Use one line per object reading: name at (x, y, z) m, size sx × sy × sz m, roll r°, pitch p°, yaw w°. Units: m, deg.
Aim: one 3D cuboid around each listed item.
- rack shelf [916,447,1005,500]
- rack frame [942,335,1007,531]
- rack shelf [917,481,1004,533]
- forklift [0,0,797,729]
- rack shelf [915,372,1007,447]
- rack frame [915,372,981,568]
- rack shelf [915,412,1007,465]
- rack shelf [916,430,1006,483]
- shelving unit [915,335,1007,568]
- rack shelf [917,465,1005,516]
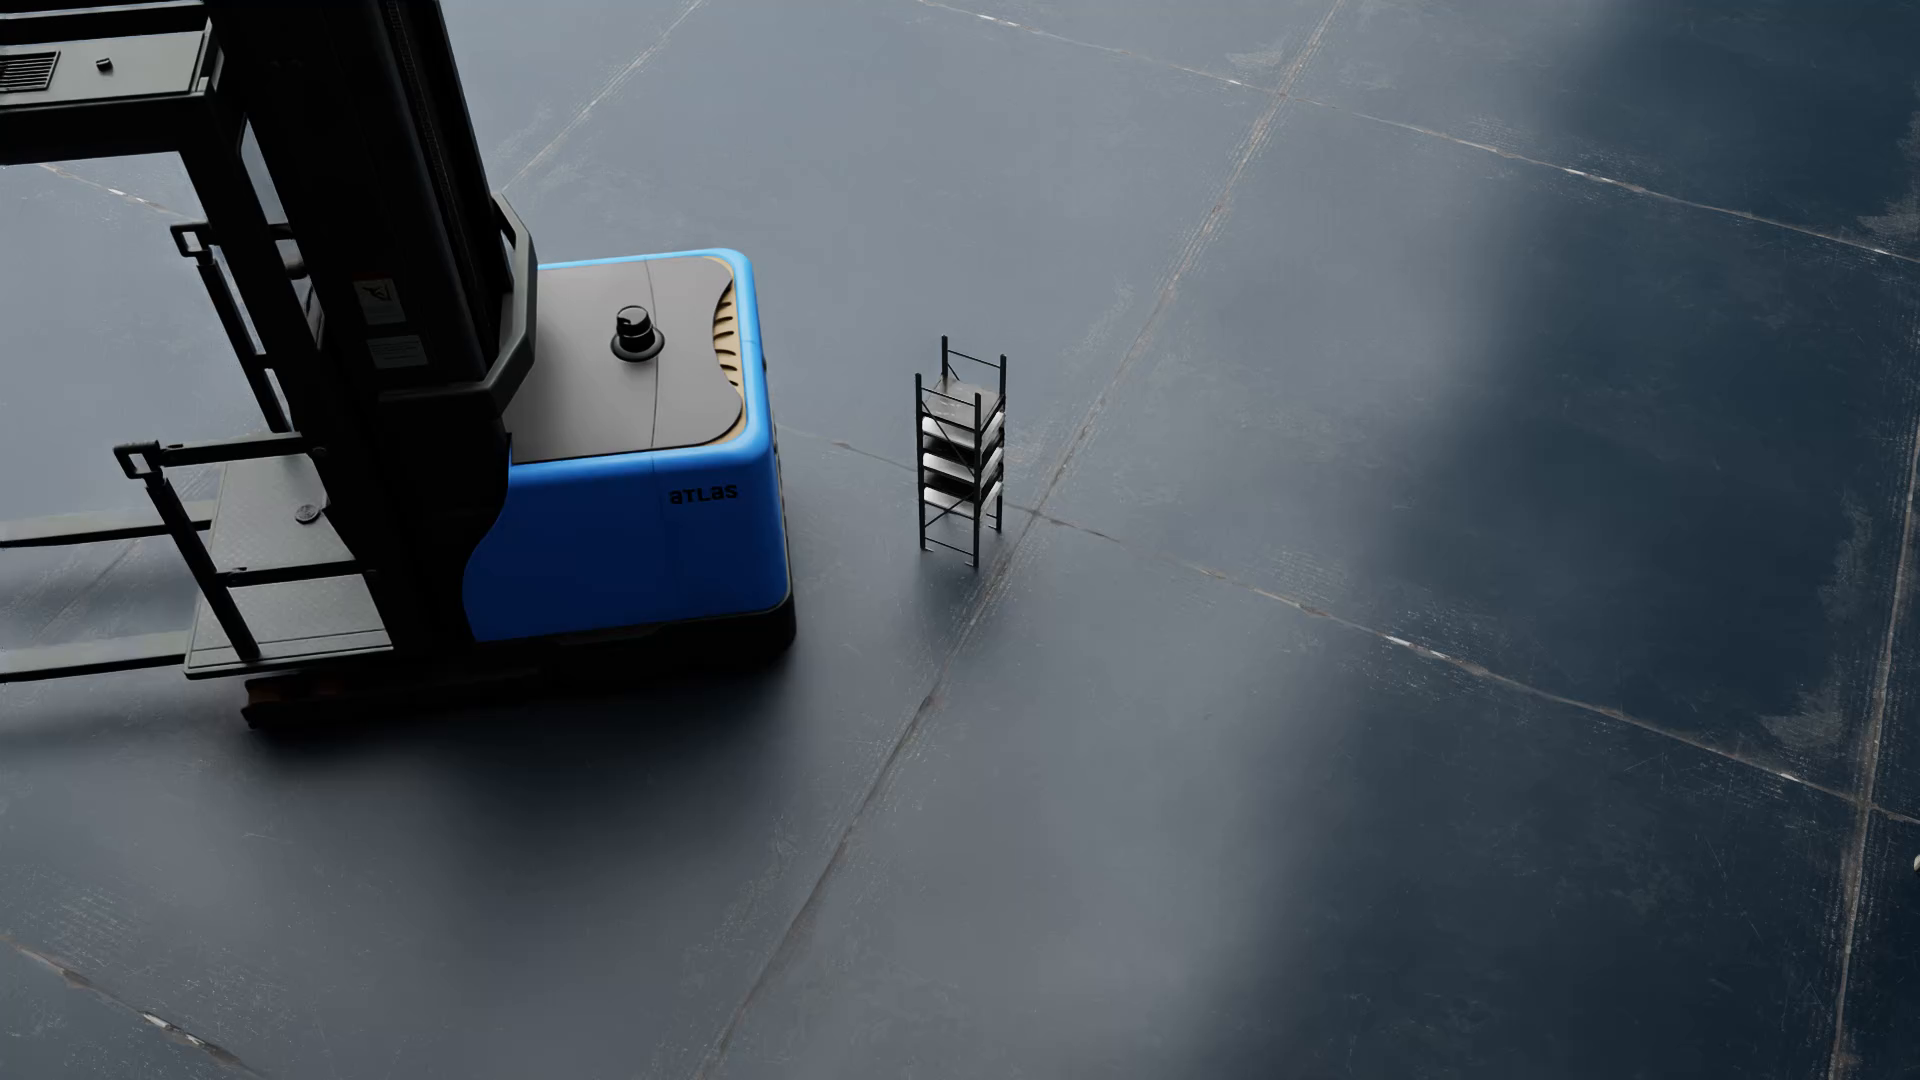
rack shelf at (0.003, -0.276, 5.937) m, size 0.258 × 0.077 × 0.200 m, roll 20°, pitch 52°, yaw 16°
rack frame at (0.047, -0.367, 5.972) m, size 0.240 × 0.900 × 0.006 m, roll 20°, pitch 52°, yaw 16°
rack shelf at (0.003, -0.159, 6.075) m, size 0.258 × 0.077 × 0.200 m, roll 20°, pitch 52°, yaw 16°
forklift at (-2.138, -0.741, 4.956) m, size 3.031 × 2.935 × 1.130 m, roll -6°, pitch 50°, yaw -5°
rack shelf at (0.003, -0.451, 5.732) m, size 0.258 × 0.077 × 0.200 m, roll 20°, pitch 52°, yaw 16°
rack frame at (-0.040, -0.227, 5.852) m, size 0.240 × 0.900 × 0.006 m, roll 20°, pitch 52°, yaw 16°
rack shelf at (0.003, -0.392, 5.800) m, size 0.258 × 0.077 × 0.200 m, roll 20°, pitch 52°, yaw 16°
rack shelf at (0.003, -0.334, 5.869) m, size 0.258 × 0.077 × 0.200 m, roll 20°, pitch 52°, yaw 16°
shelving unit at (0.003, -0.297, 5.912) m, size 0.258 × 0.900 × 0.210 m, roll 20°, pitch 52°, yaw 16°
rack shelf at (0.003, -0.217, 6.006) m, size 0.258 × 0.077 × 0.200 m, roll 20°, pitch 52°, yaw 16°
